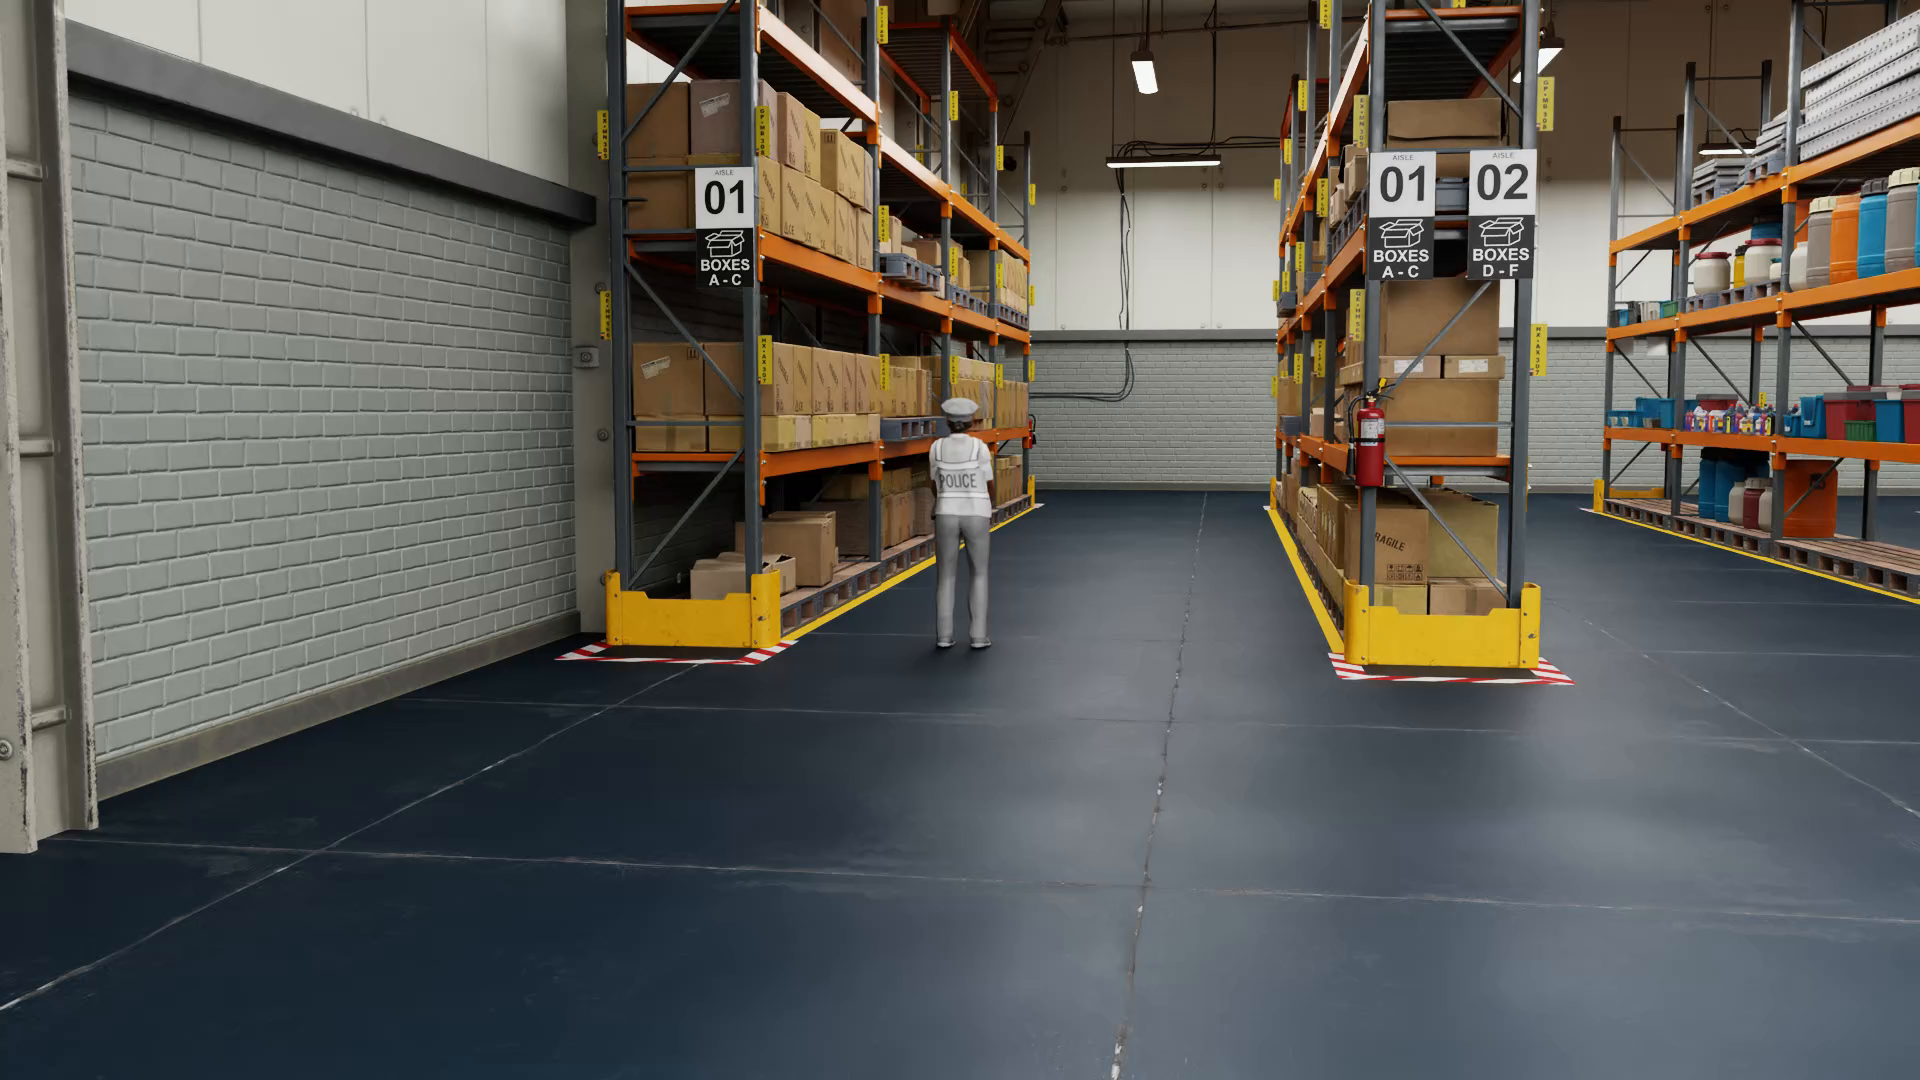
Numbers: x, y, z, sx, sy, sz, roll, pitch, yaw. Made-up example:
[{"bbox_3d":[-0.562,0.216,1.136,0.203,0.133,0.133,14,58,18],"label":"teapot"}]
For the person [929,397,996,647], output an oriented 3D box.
[{"bbox_3d":[0.026,-0.121,11.281,0.445,1.692,0.512,1,5,9],"label":"person"}]
